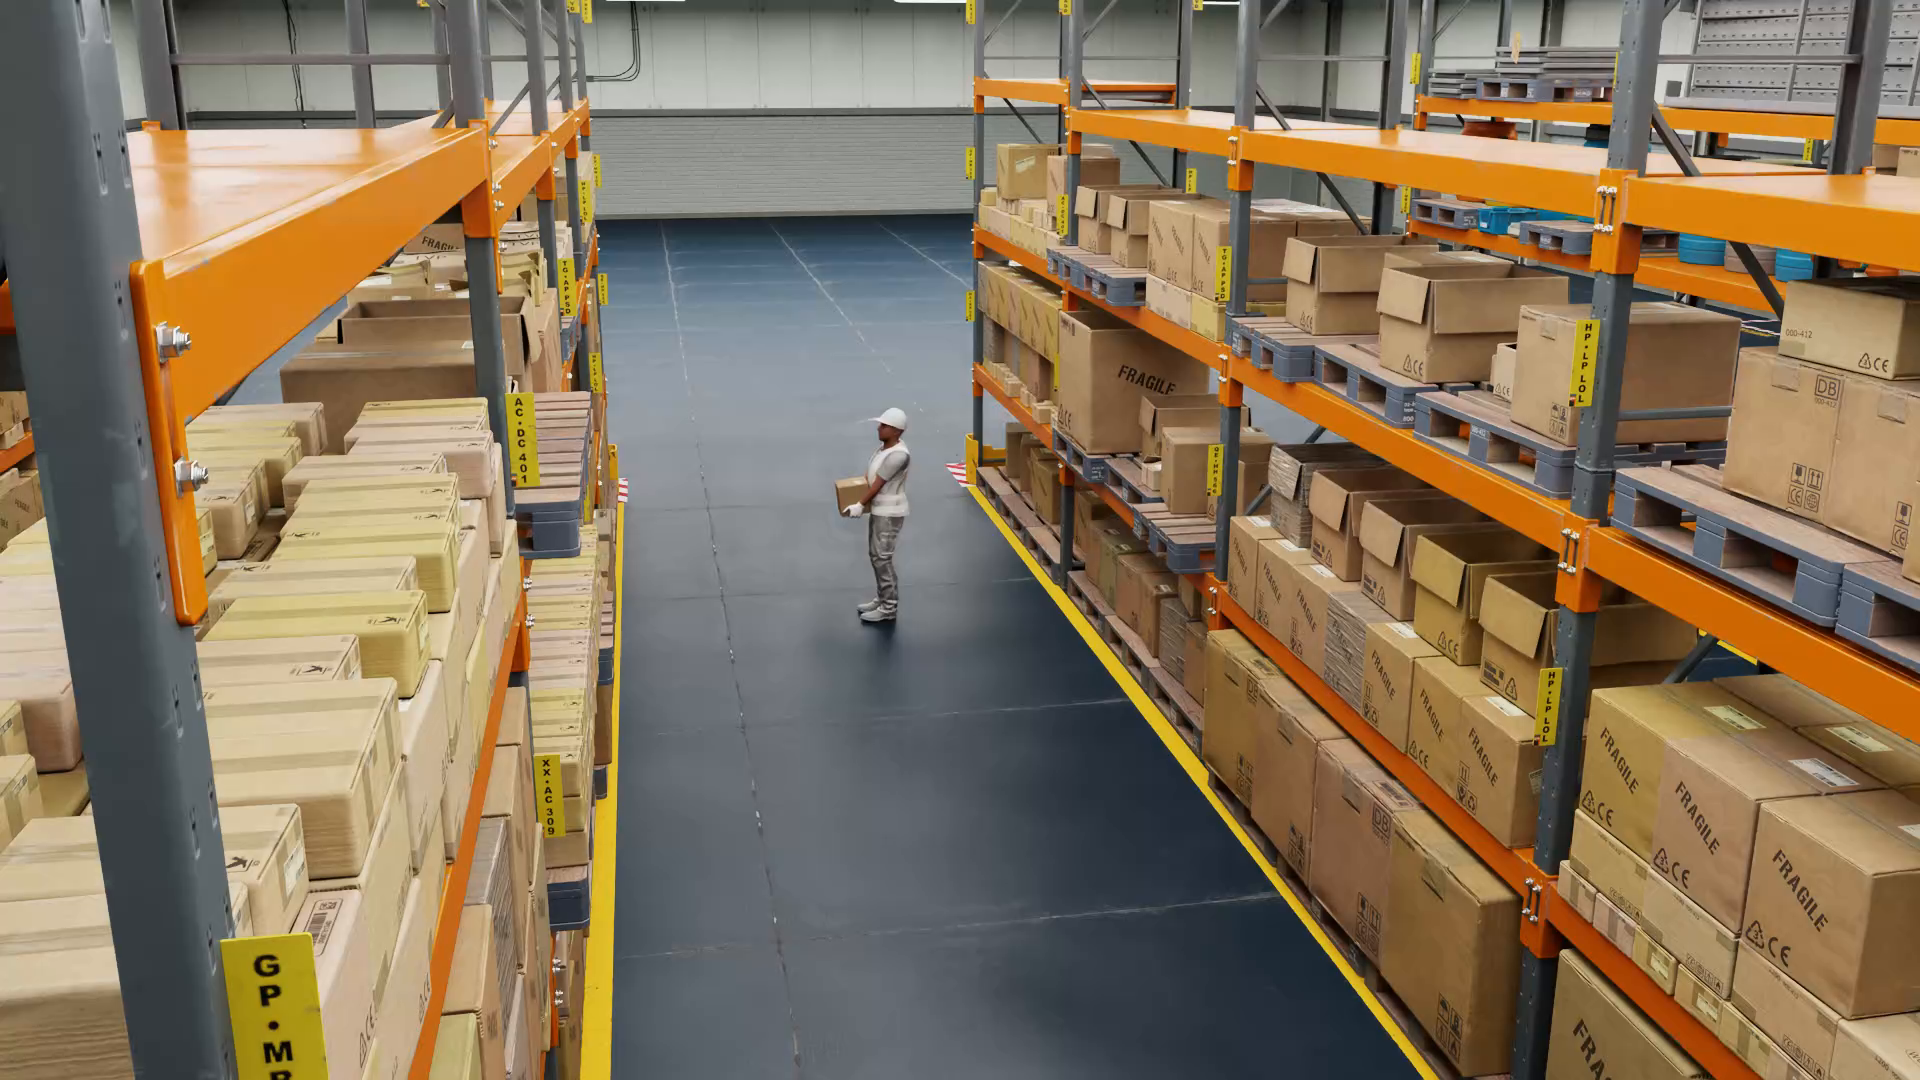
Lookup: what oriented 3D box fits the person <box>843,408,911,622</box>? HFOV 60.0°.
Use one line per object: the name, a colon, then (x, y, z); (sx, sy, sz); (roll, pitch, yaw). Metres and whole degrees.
person: (-0.696, -0.210, 13.733); (0.575, 1.778, 0.487); (-3, 16, -10)
